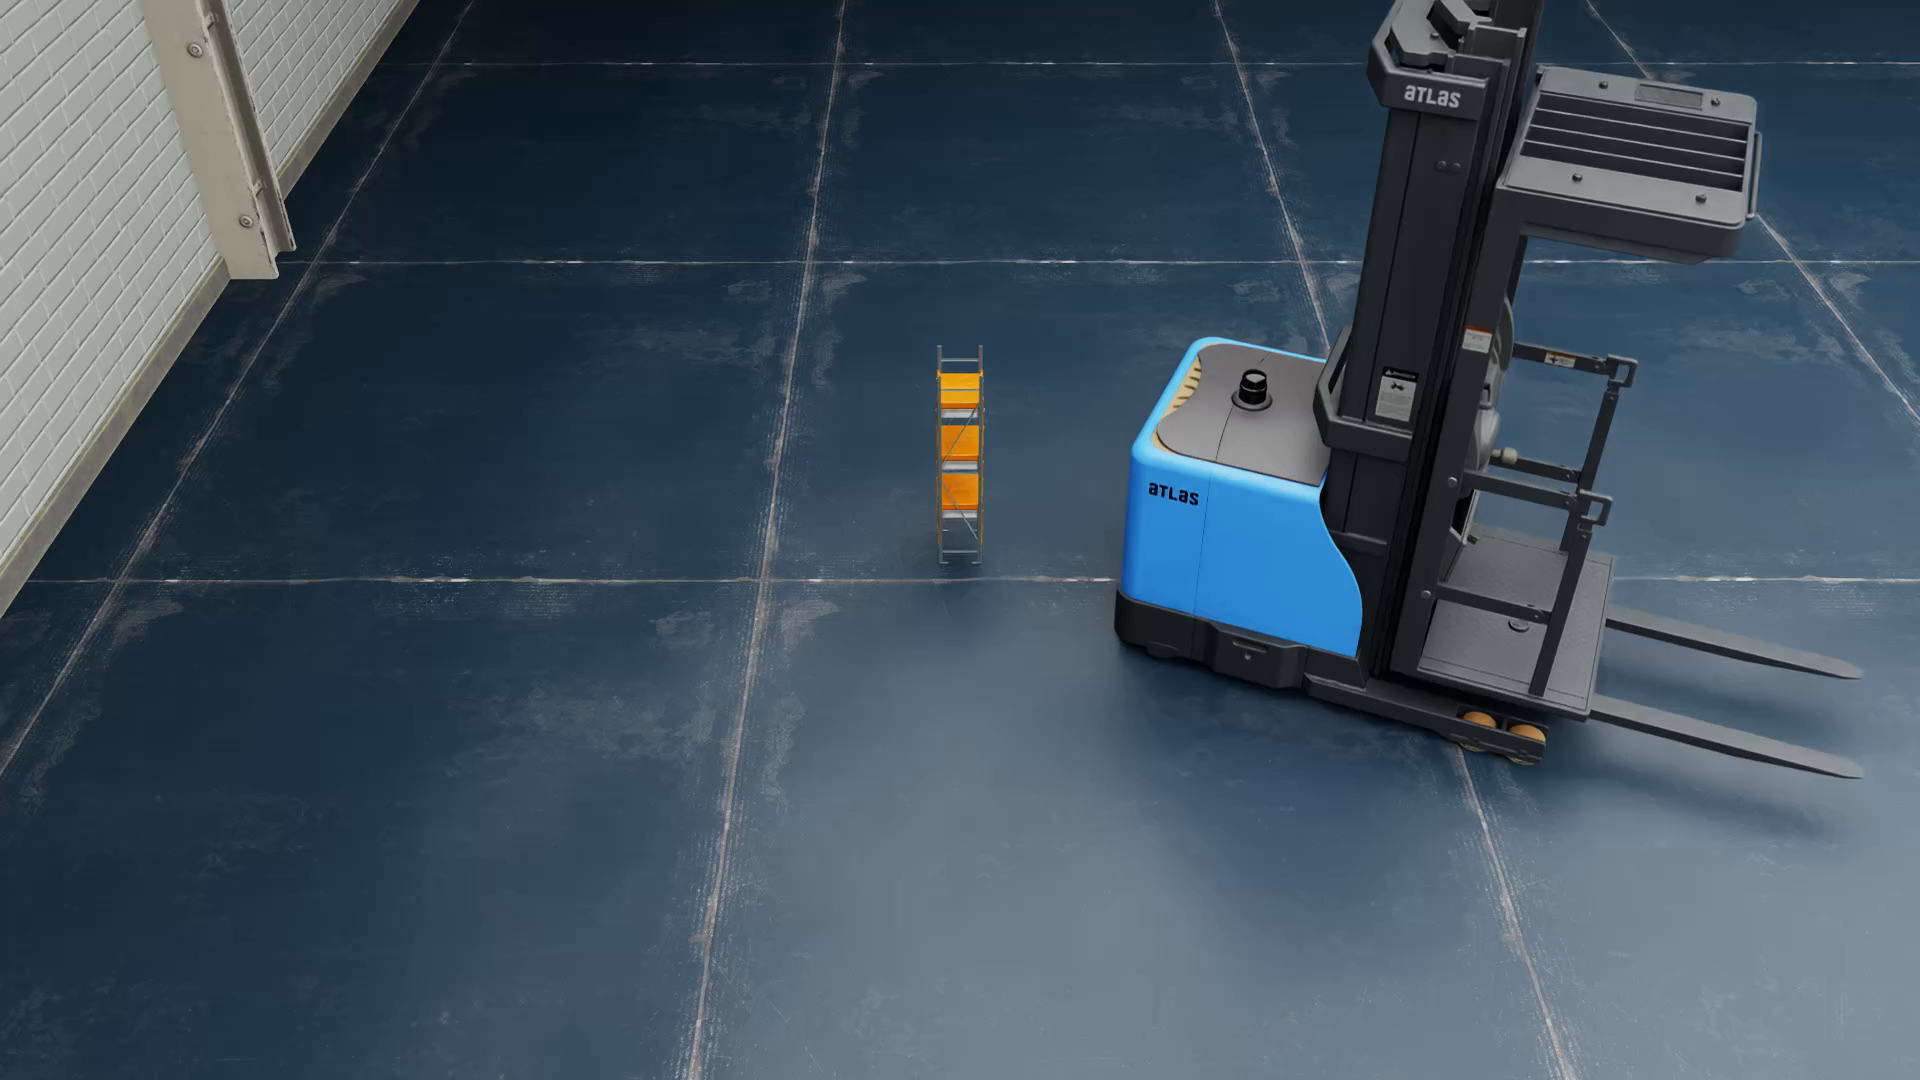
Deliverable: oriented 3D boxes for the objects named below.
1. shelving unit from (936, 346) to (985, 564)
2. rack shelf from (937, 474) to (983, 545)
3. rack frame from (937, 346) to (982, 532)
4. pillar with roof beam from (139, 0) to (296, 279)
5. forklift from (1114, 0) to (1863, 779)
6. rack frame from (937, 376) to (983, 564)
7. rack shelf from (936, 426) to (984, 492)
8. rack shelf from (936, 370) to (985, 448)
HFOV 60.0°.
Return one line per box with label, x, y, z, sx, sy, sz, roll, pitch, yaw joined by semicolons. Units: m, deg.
shelving unit;0.000;-0.376;7.625;0.215;1.050;0.252;0;39;0
rack shelf;0.000;-0.151;7.806;0.215;0.259;0.240;0;39;0
rack frame;0.000;-0.453;7.721;0.200;1.050;0.008;0;39;0
pillar with roof beam;0.062;-5.200;7.288;9.100;9.000;0.400;0;39;0
forklift;2.251;-0.599;6.399;3.031;2.935;1.130;15;41;18
rack frame;0.000;-0.300;7.530;0.200;1.050;0.008;0;39;0
rack shelf;0.000;-0.368;7.632;0.215;0.259;0.240;0;39;0
rack shelf;0.000;-0.589;7.455;0.215;0.259;0.240;0;39;0
